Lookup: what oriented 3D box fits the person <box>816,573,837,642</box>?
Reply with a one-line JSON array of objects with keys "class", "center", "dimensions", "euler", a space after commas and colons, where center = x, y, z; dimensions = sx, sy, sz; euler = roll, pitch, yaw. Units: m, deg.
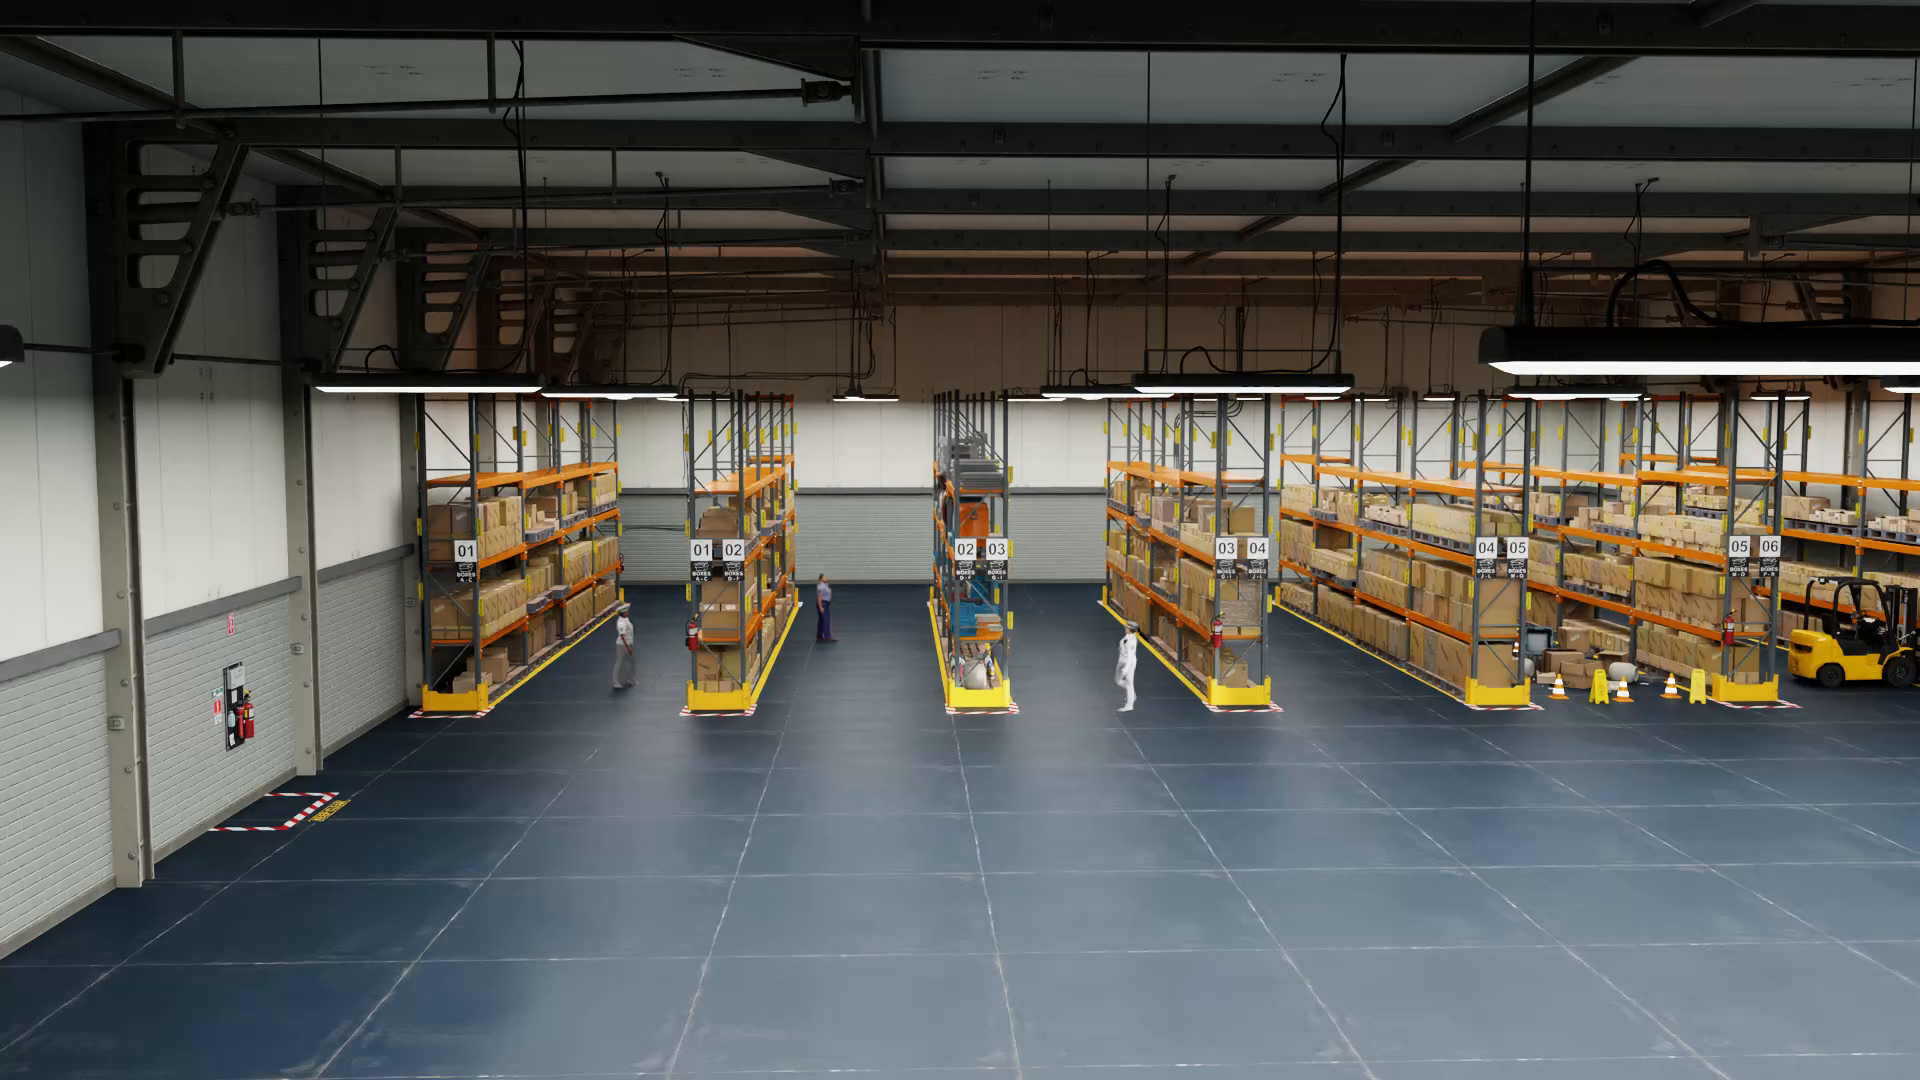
[{"class": "person", "center": [-3.227, 1.626, 40.267], "dimensions": [0.550, 1.658, 0.517], "euler": [0, 5, 6]}]

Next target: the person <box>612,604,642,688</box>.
[{"class": "person", "center": [-6.775, 2.162, 33.775], "dimensions": [0.510, 1.732, 0.629], "euler": [1, 5, 14]}]

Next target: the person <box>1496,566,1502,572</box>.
[{"class": "person", "center": [13.315, 1.503, 41.274], "dimensions": [0.434, 1.733, 0.570], "euler": [1, 5, 18]}]

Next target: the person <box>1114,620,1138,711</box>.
[{"class": "person", "center": [3.128, 2.334, 31.184], "dimensions": [0.465, 1.681, 0.572], "euler": [-2, 5, -19]}]

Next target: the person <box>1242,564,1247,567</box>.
[{"class": "person", "center": [8.255, 0.939, 48.441], "dimensions": [0.477, 1.646, 0.487], "euler": [4, 6, 44]}]
